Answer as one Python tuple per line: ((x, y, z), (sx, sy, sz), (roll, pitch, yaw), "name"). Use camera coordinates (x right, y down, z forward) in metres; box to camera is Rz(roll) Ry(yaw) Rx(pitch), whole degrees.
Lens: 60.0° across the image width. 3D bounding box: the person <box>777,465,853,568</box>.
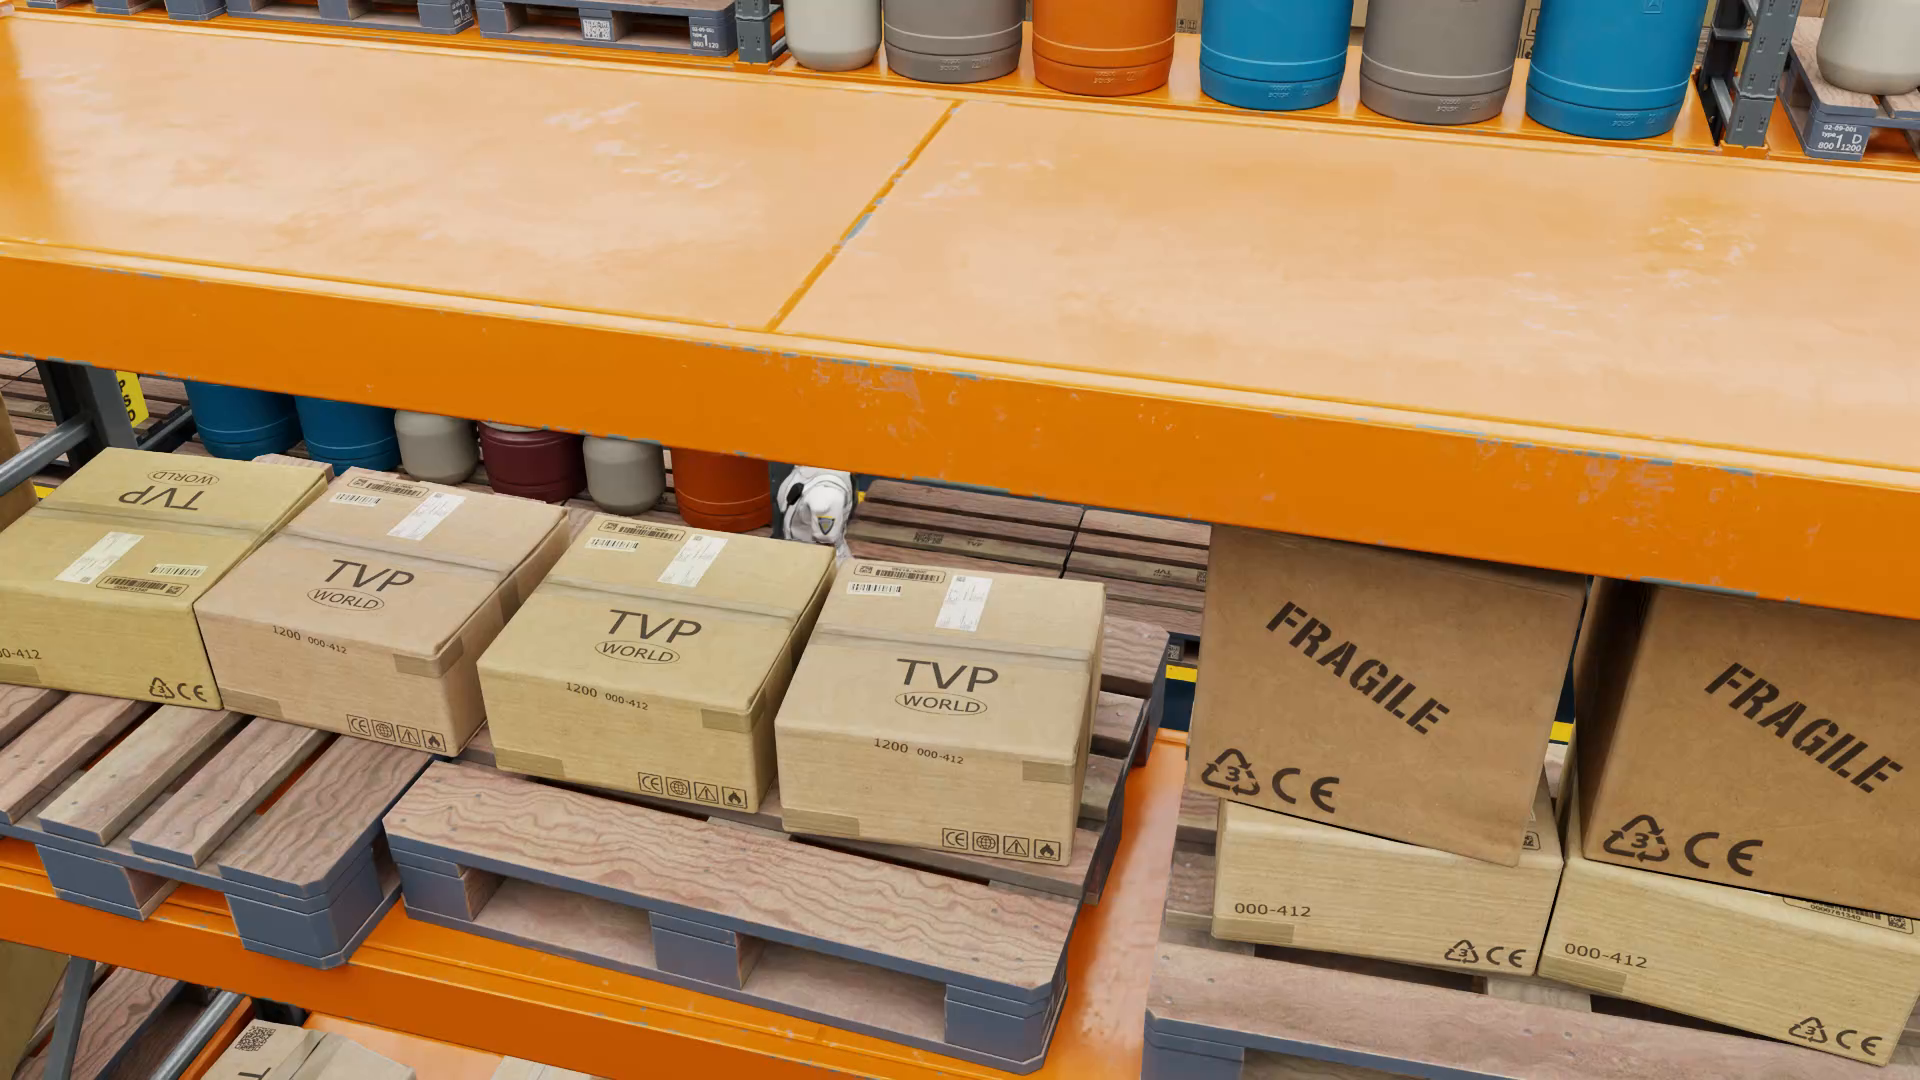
((-0.603, 0.133, 7.382), (0.489, 1.679, 0.443), (-5, 33, -7), "person")
